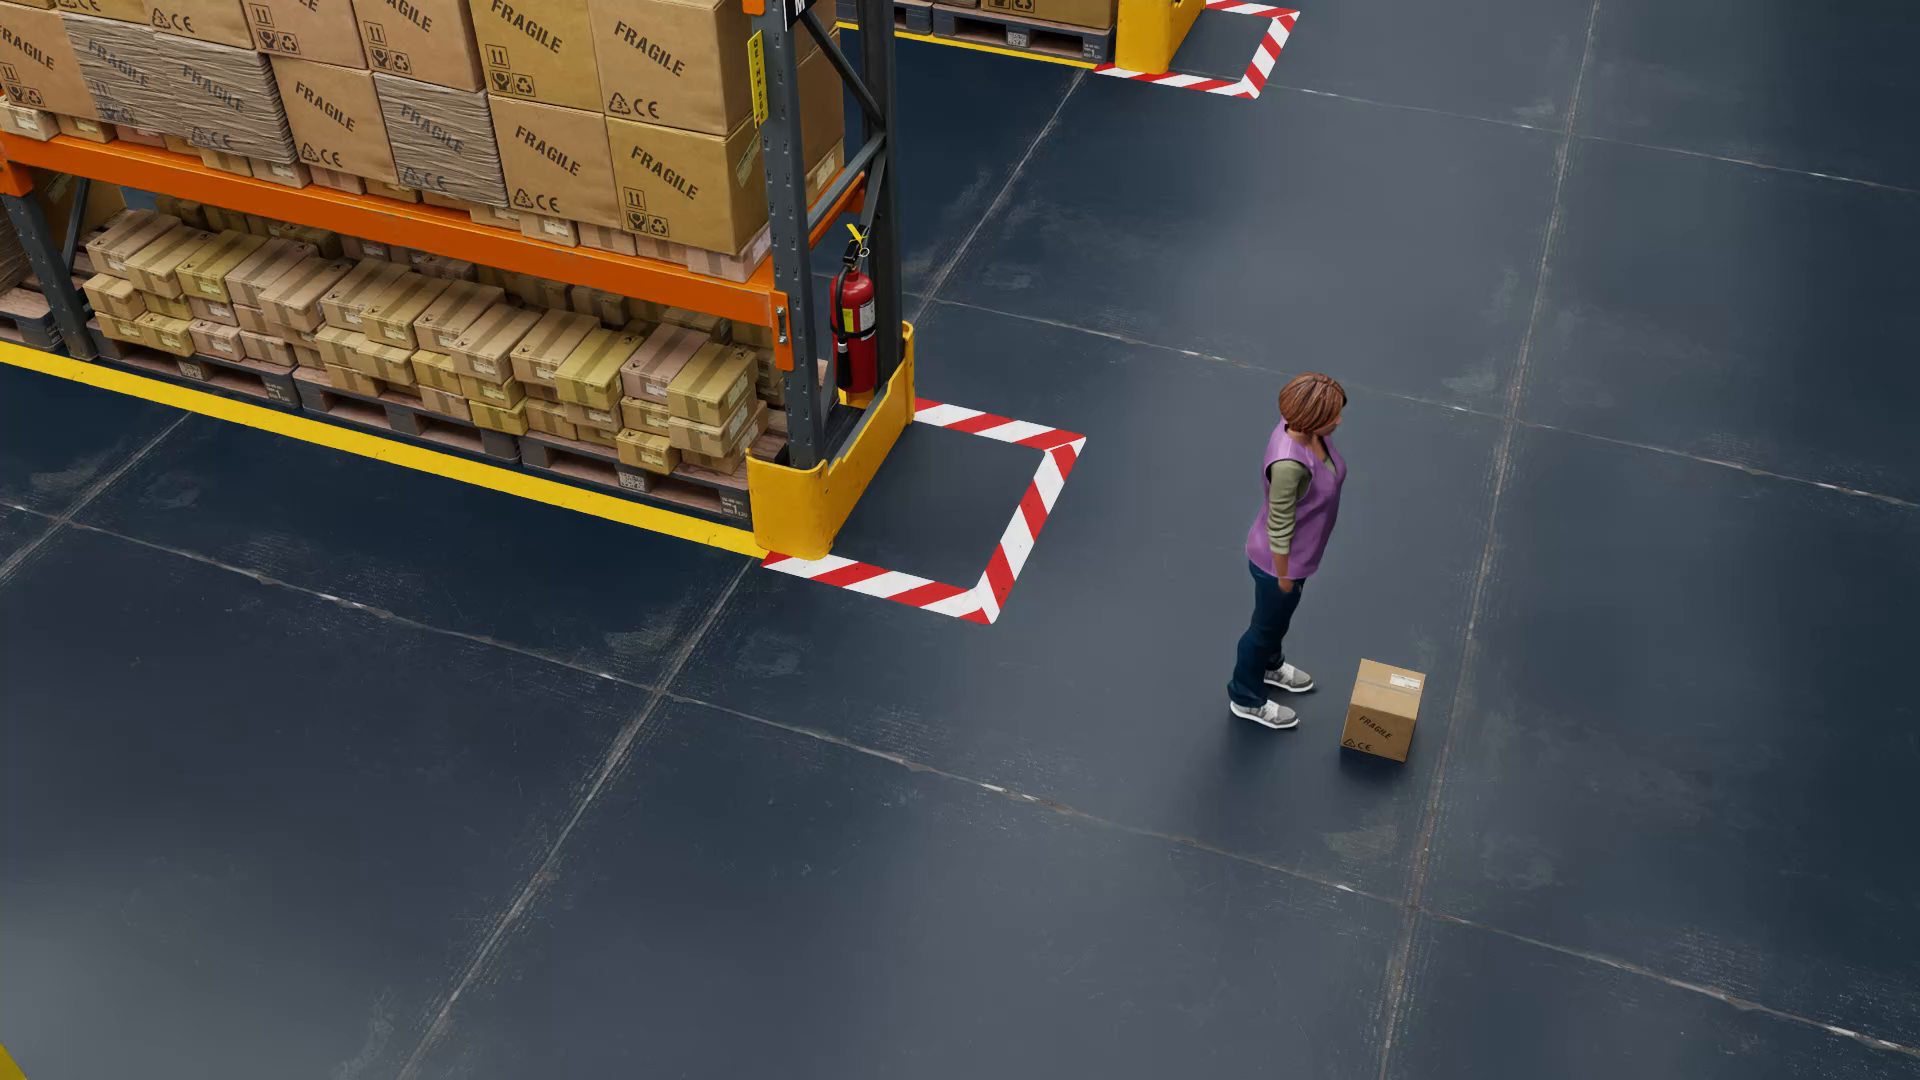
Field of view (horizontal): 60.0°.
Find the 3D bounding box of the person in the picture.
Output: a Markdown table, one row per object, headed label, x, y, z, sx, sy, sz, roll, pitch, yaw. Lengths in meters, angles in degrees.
| label | x | y | z | sx | sy | sz | roll | pitch | yaw |
| --- | --- | --- | --- | --- | --- | --- | --- | --- | --- |
| person | 1.218 | 0.045 | 6.113 | 0.330 | 1.604 | 0.408 | 15 | 44 | 16 |
